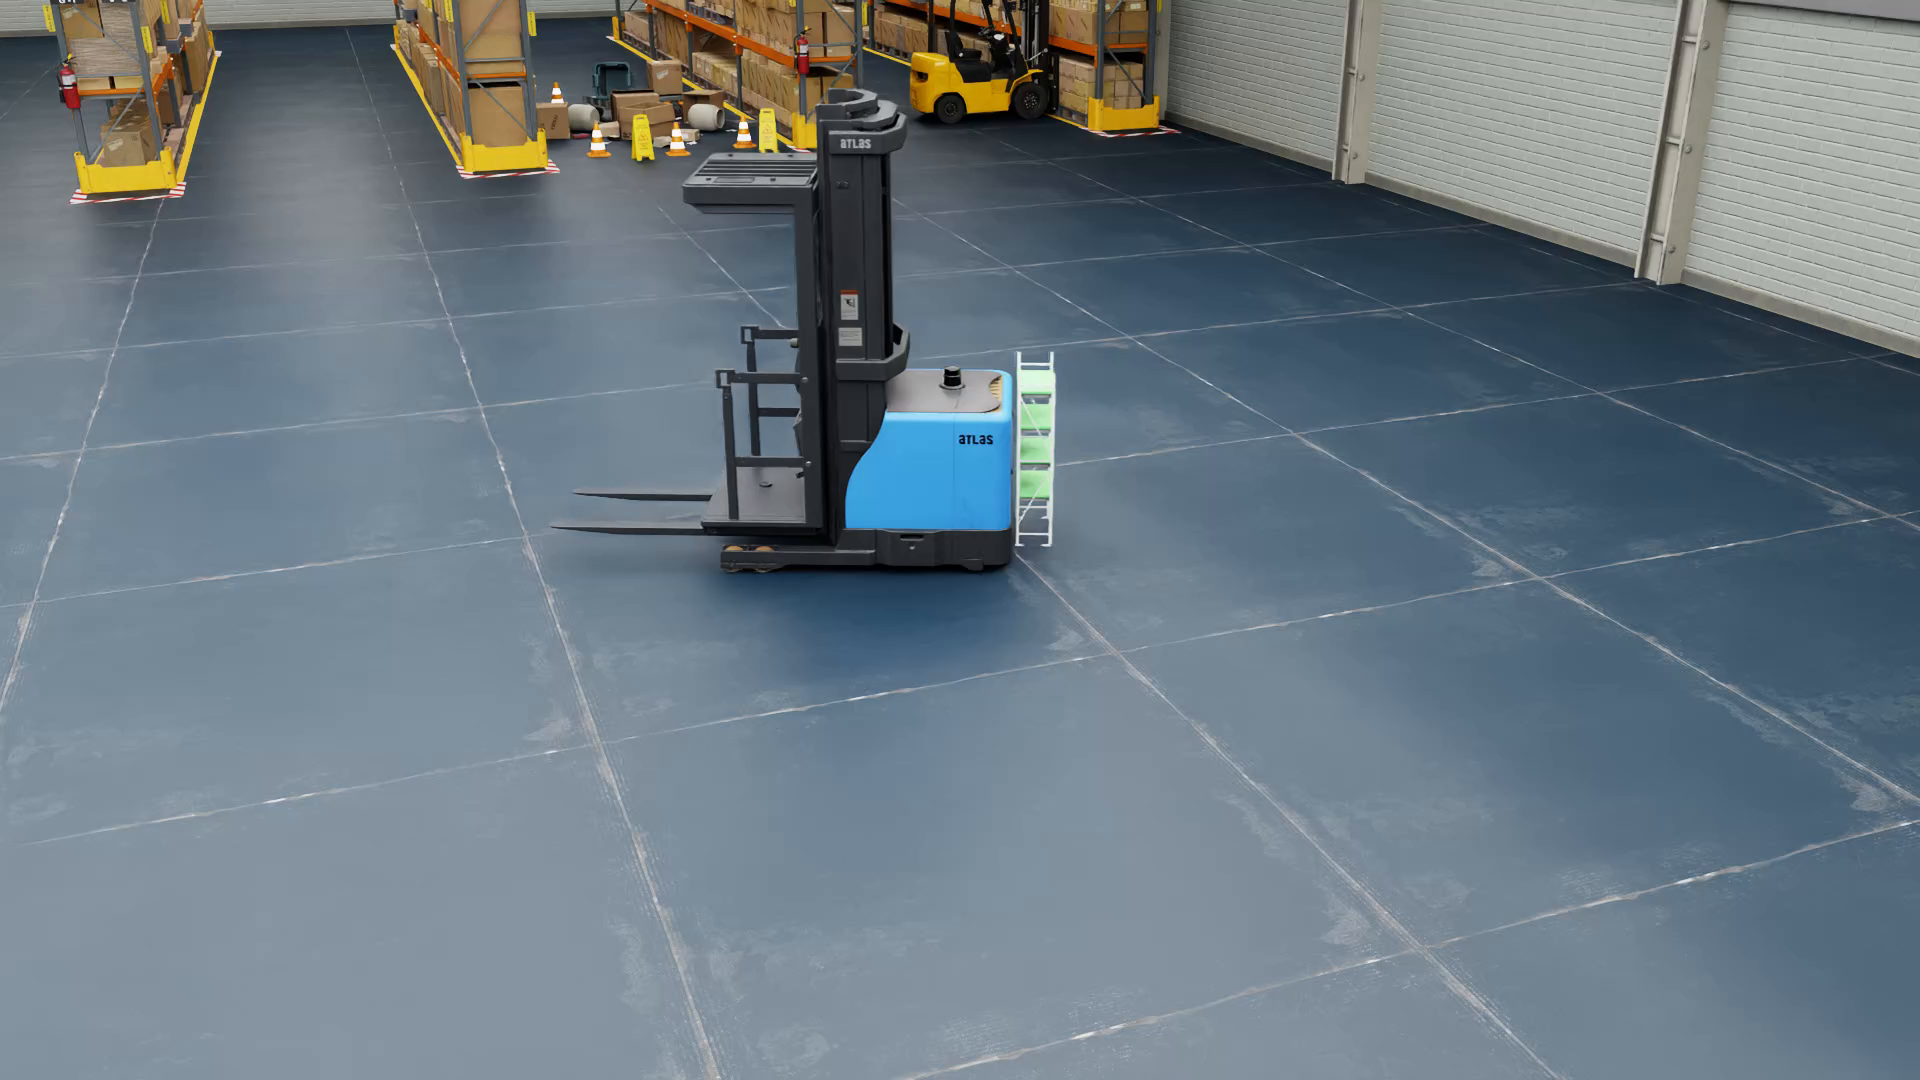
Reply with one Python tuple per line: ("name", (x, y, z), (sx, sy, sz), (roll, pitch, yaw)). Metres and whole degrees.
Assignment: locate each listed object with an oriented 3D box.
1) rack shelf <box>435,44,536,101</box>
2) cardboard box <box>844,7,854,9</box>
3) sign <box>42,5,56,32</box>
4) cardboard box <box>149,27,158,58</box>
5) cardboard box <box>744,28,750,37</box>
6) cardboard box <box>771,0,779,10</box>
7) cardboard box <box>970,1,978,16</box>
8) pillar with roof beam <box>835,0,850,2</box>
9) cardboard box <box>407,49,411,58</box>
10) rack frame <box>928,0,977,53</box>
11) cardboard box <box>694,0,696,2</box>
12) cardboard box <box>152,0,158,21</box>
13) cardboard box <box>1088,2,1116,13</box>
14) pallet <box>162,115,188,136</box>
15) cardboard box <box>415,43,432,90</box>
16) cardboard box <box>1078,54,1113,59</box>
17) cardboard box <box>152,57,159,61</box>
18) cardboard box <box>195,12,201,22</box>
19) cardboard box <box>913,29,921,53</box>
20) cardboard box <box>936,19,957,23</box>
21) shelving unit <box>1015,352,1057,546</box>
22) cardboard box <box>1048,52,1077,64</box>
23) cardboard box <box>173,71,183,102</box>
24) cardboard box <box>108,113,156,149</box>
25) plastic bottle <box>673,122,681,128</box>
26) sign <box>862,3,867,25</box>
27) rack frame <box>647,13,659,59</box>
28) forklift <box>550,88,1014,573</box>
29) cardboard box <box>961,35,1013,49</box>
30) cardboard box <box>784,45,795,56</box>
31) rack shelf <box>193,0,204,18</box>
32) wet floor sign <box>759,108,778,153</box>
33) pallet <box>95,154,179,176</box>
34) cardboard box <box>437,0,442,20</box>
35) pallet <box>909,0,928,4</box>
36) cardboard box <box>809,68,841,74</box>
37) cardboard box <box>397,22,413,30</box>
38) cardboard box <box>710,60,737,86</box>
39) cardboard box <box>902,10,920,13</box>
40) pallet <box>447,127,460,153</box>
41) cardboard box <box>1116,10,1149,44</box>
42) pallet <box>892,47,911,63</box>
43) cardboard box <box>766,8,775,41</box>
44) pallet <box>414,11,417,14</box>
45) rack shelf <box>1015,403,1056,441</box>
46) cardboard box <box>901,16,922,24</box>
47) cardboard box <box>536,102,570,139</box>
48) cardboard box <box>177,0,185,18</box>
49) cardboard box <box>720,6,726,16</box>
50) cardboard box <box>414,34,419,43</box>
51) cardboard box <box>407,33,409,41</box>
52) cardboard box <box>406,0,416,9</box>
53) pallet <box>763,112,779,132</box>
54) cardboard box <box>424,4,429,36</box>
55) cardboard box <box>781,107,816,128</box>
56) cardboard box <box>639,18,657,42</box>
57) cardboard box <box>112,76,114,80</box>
("rack shelf", (-7.267, -7.166, 25.316), (1.077, 0.370, 4.000), (-8, 24, -19))
("cardboard box", (-2.489, -12.267, 39.170), (0.500, 0.500, 0.500), (-8, 24, -18))
("sign", (-11.763, -6.737, 21.475), (0.100, 0.325, 0.005), (-8, 24, -19))
("cardboard box", (-12.134, -7.237, 24.047), (0.875, 0.500, 0.500), (-8, 24, -19))
("cardboard box", (-3.429, -8.581, 28.071), (0.380, 0.149, 0.250), (-8, 24, -17))
("cardboard box", (-2.522, -8.471, 25.687), (0.700, 0.500, 0.500), (-8, 24, -18))
("cardboard box", (0.512, -10.067, 31.466), (0.500, 0.250, 0.500), (-8, 24, -19))
("pillar with roof beam", (-7.112, -17.260, 40.614), (9.100, 9.000, 0.400), (-8, 24, -19))
("cardboard box", (-11.257, -10.106, 34.496), (0.380, 0.149, 0.250), (-8, 24, -18))
("rack frame", (-0.149, -11.076, 33.666), (1.000, 3.000, 0.127), (-8, 24, -19))
("cardboard box", (-4.851, -10.327, 31.673), (0.380, 0.149, 0.250), (-10, 25, -22))
("cardboard box", (-11.879, -7.735, 23.941), (0.500, 0.500, 0.500), (-8, 24, -19))
("cardboard box", (2.292, -8.601, 26.832), (0.380, 0.149, 0.250), (-8, 24, -18))
("pallet", (-12.926, -6.578, 26.585), (1.003, 0.211, 1.213), (-8, 24, -19))
("cardboard box", (-9.256, -8.601, 30.150), (1.050, 0.750, 0.750), (-9, 24, -20))
("cardboard box", (2.338, -8.121, 28.368), (0.500, 0.250, 0.500), (-9, 24, -19))
("cardboard box", (-11.782, -6.880, 24.034), (0.380, 0.149, 0.250), (-8, 24, -19))
("cardboard box", (-15.952, -10.279, 33.971), (0.875, 0.875, 0.875), (-8, 24, -19))
("cardboard box", (-0.667, -10.425, 34.799), (0.500, 0.500, 0.500), (-9, 24, -20))
("cardboard box", (-0.283, -10.940, 35.186), (0.380, 0.149, 0.250), (-10, 25, -21))
("shelving unit", (0.501, -0.610, 11.153), (0.258, 1.200, 0.503), (1, 23, 1))
("cardboard box", (1.677, -8.232, 28.632), (0.500, 0.250, 0.500), (-9, 24, -20))
("cardboard box", (-13.599, -7.644, 28.176), (0.700, 0.500, 0.500), (-10, 25, -23))
("cardboard box", (-11.888, -5.840, 23.922), (0.500, 0.500, 0.500), (-6, 24, -14))
("plastic bottle", (-4.677, -6.860, 27.446), (0.133, 0.061, 0.283), (-4, 23, -10))
("sign", (-1.458, -7.960, 25.159), (0.100, 0.325, 0.005), (-8, 24, -19))
("rack frame", (-6.205, -11.847, 35.495), (1.000, 3.000, 0.127), (-8, 24, -19))
("forklift", (-1.165, -1.344, 10.666), (3.031, 2.935, 1.130), (1, 23, 2))
("cardboard box", (0.535, -9.465, 32.362), (0.875, 0.625, 0.625), (-9, 25, -21))
("cardboard box", (-2.491, -7.554, 25.634), (0.380, 0.149, 0.250), (-9, 24, -20))
("rack shelf", (-16.182, -10.882, 34.133), (1.077, 0.370, 4.000), (-8, 24, -19))
("wet floor sign", (-2.899, -6.186, 25.095), (0.267, 0.644, 0.232), (0, 23, -1))
("pallet", (-11.517, -5.169, 23.243), (1.003, 0.211, 1.213), (-8, 24, -19))
("cardboard box", (-7.510, -8.253, 25.385), (0.875, 0.550, 0.550), (-8, 24, -19))
("pallet", (-0.454, -11.224, 34.265), (1.213, 0.211, 1.003), (-8, 24, -19))
("cardboard box", (-2.189, -7.287, 26.712), (0.500, 0.500, 0.500), (-9, 25, -21))
("cardboard box", (-12.166, -11.308, 36.582), (0.380, 0.149, 0.250), (-8, 24, -19))
("cardboard box", (-4.070, -8.626, 30.696), (0.950, 0.372, 0.625), (-8, 24, -17))
("cardboard box", (-1.065, -11.681, 36.944), (0.380, 0.149, 0.250), (-8, 24, -19))
("pallet", (-7.343, -6.208, 25.707), (1.003, 0.211, 1.213), (-8, 24, -19))
("cardboard box", (2.762, -8.433, 27.267), (0.500, 0.500, 0.500), (-8, 24, -17))
("pallet", (-0.805, -10.510, 35.914), (1.003, 0.211, 1.213), (-8, 24, -19))
("cardboard box", (-2.761, -8.194, 26.317), (0.500, 0.500, 0.500), (-8, 24, -19))
("pallet", (-10.124, -10.303, 32.079), (1.003, 0.211, 1.213), (-8, 24, -19))
("rack shelf", (0.501, -0.772, 11.084), (0.258, 0.148, 0.480), (1, 23, 1))
("cardboard box", (-1.042, -11.143, 35.668), (0.380, 0.149, 0.250), (-8, 24, -19))
("cardboard box", (-6.465, -6.650, 26.381), (0.500, 0.500, 0.500), (-4, 23, -10))
("cardboard box", (-13.980, -9.294, 29.309), (0.500, 0.500, 0.500), (-8, 24, -17))
("cardboard box", (-4.020, -9.354, 29.363), (0.380, 0.149, 0.250), (-9, 24, -20))
("cardboard box", (-10.062, -9.459, 31.543), (0.500, 0.250, 0.500), (-8, 24, -18))
("cardboard box", (-11.296, -10.466, 34.583), (0.380, 0.149, 0.250), (-8, 24, -18))
("cardboard box", (-9.991, -9.871, 30.591), (0.380, 0.149, 0.250), (-8, 24, -18))
("pallet", (-2.673, -6.972, 27.519), (1.003, 0.211, 1.213), (-8, 24, -19))
("cardboard box", (-8.765, -8.790, 28.115), (0.500, 0.500, 0.500), (-8, 24, -18))
("cardboard box", (-2.511, -6.678, 26.233), (0.500, 0.250, 0.500), (-8, 24, -19))
("cardboard box", (-6.643, -11.428, 37.259), (0.875, 0.438, 0.875), (-9, 25, -21))
("cardboard box", (-11.828, -6.354, 22.787), (0.380, 0.149, 0.250), (-8, 24, -19))
